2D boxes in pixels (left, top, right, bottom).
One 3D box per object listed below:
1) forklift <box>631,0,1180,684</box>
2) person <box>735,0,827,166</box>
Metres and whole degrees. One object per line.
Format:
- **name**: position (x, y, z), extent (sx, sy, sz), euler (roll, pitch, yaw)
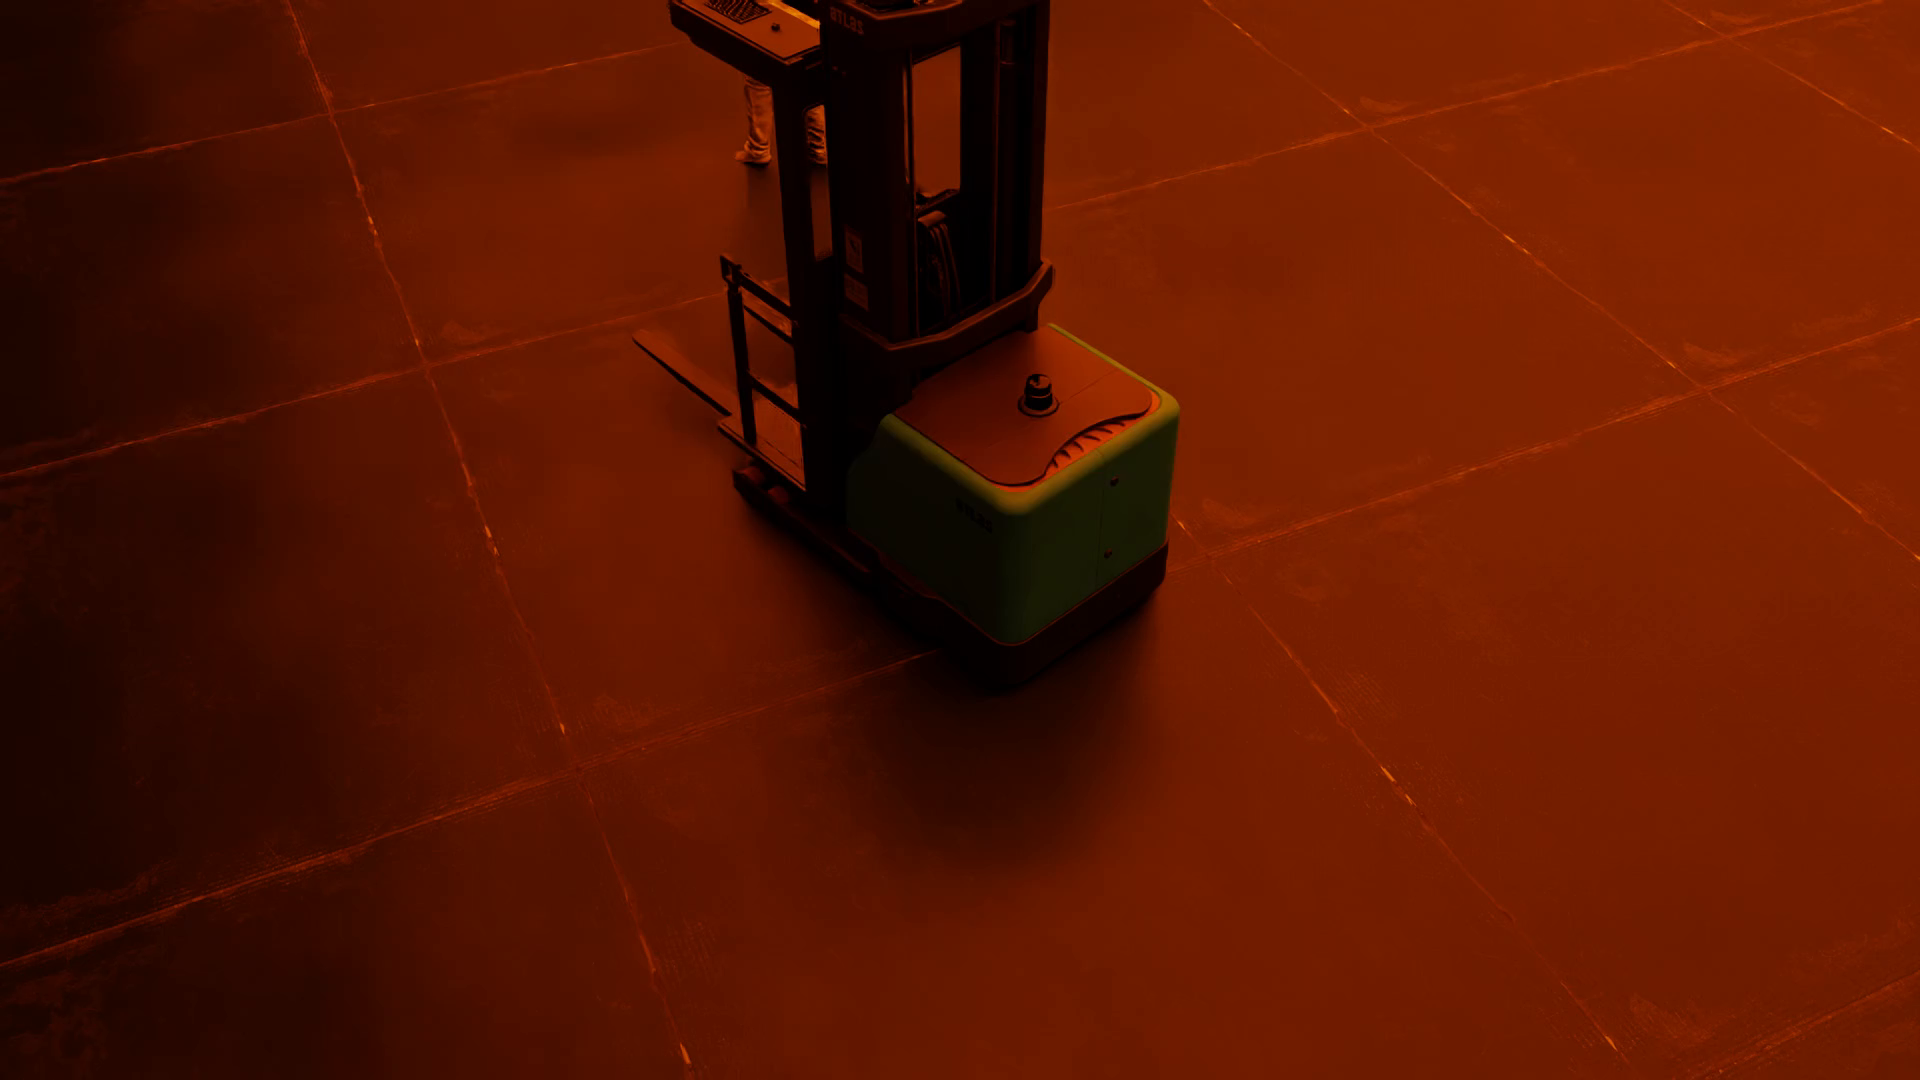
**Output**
- **forklift**: position (-0.440, -1.376, 7.155), extent (1.130, 2.935, 3.031), euler (-32, 52, -30)
- **person**: position (-1.065, -3.040, 9.824), extent (0.645, 1.816, 0.523), euler (-28, 50, -26)
